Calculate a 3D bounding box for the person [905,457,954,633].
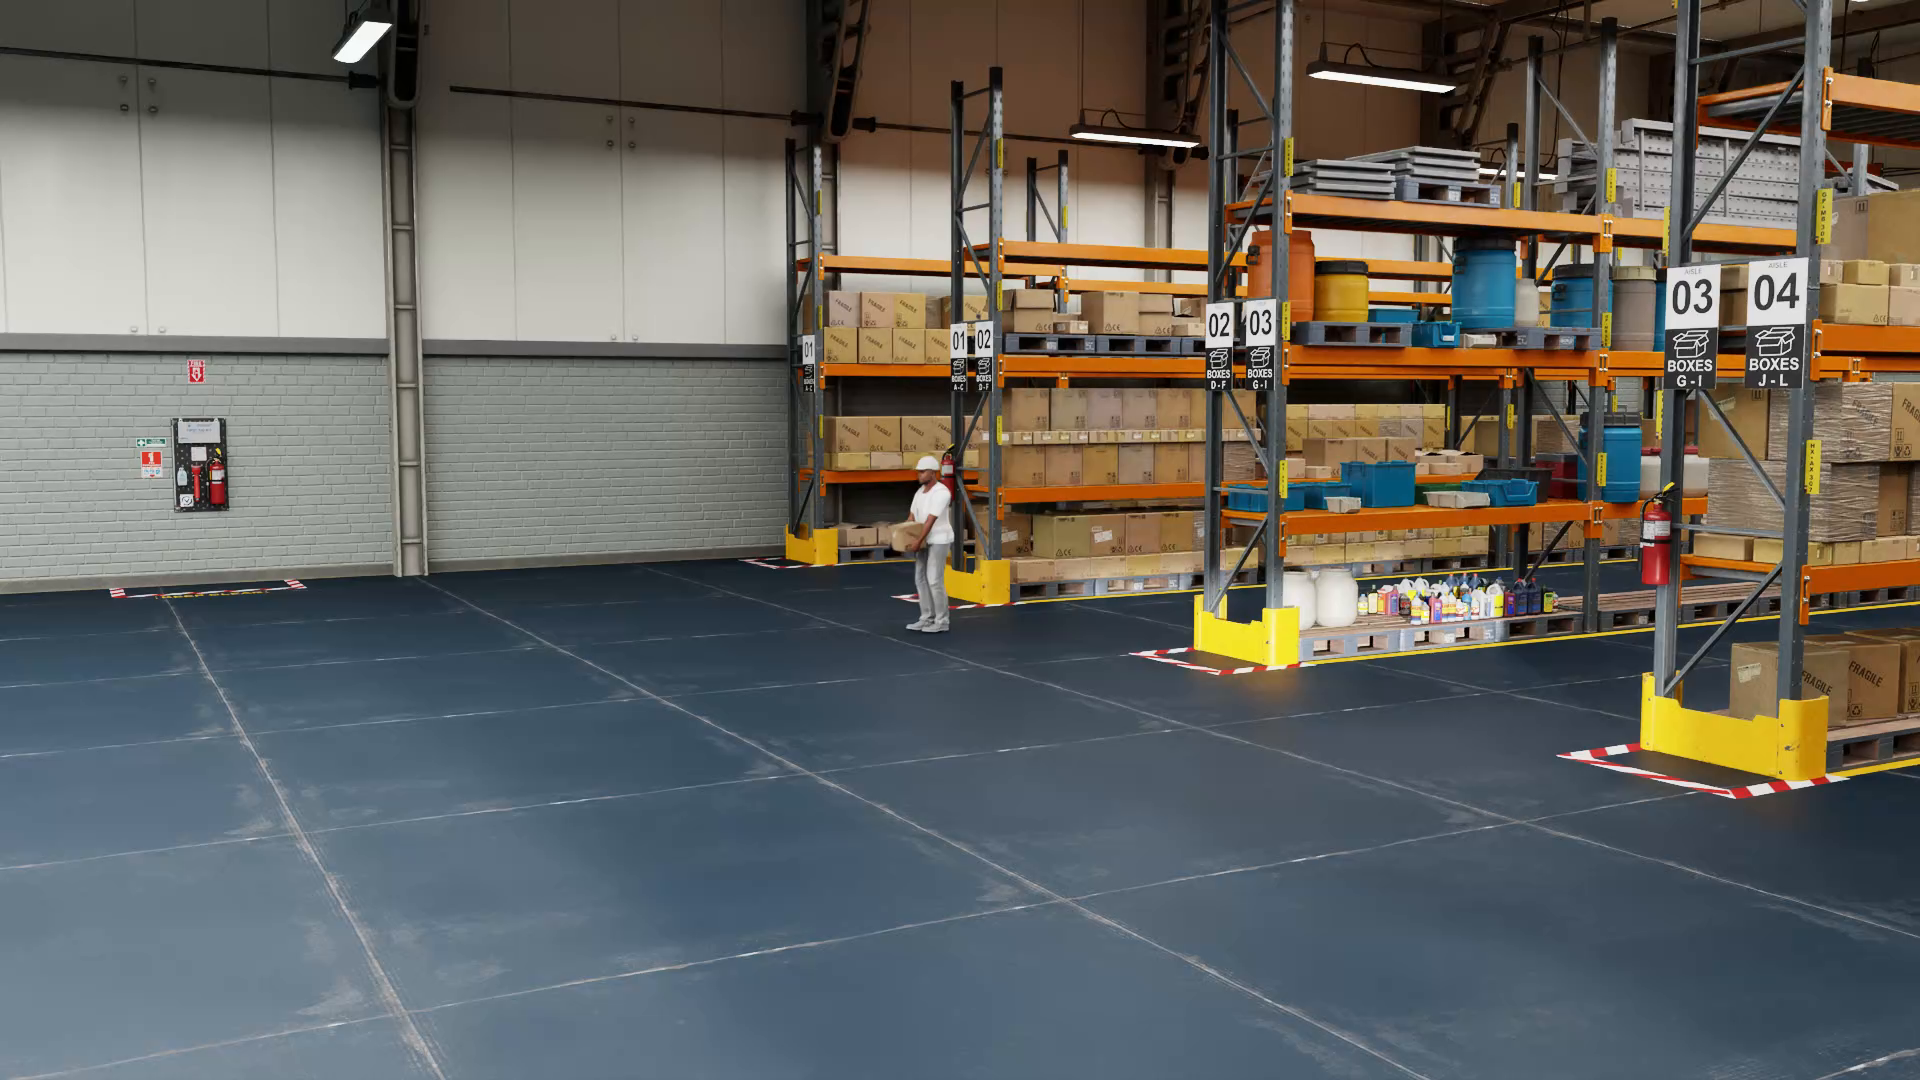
[{"bbox_3d":[-0.355,0.043,16.672,0.581,1.758,0.504,-3,6,-30],"label":"person"}]
